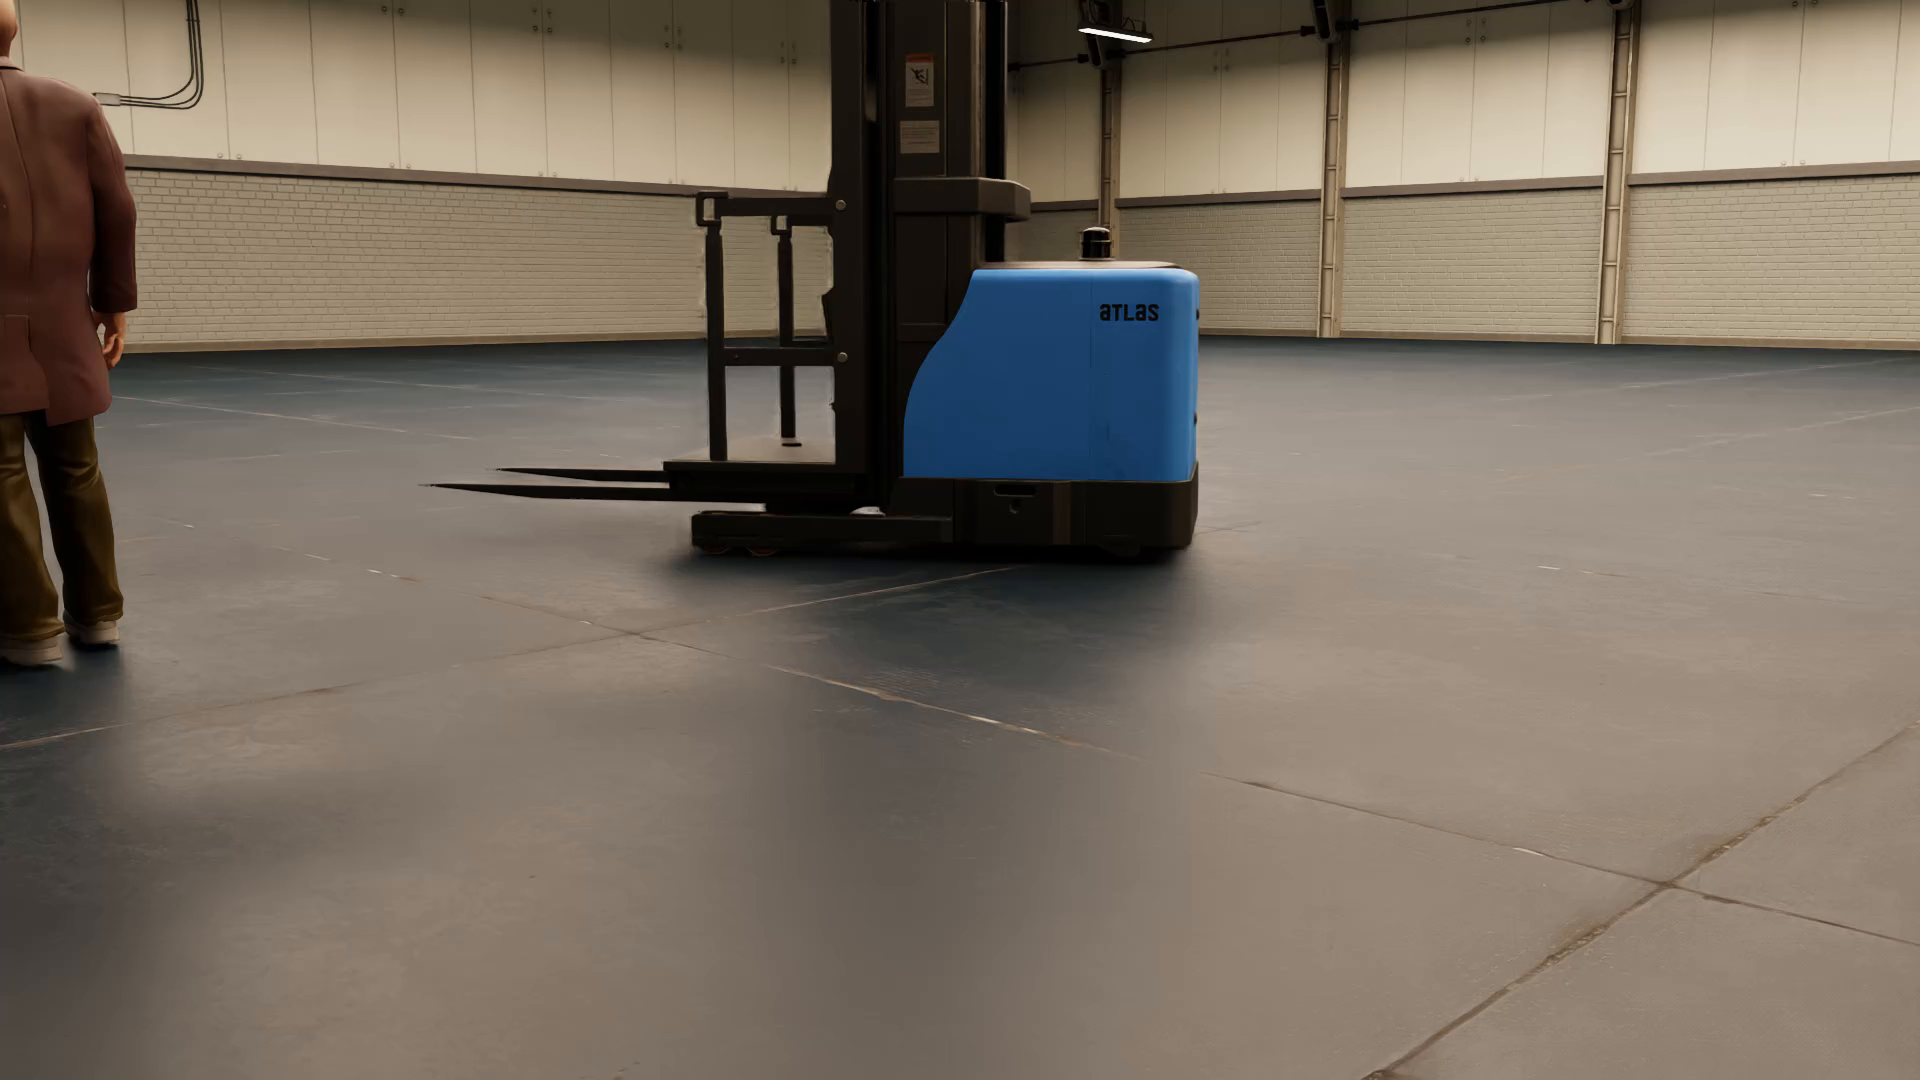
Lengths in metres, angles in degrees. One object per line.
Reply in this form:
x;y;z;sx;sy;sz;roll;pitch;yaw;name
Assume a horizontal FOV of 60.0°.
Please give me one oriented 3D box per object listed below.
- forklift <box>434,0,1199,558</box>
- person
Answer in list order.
-0.572;-1.462;6.584;3.031;2.935;1.130;1;9;10;forklift
-2.572;-0.560;4.417;0.584;1.776;0.695;7;11;38;person
